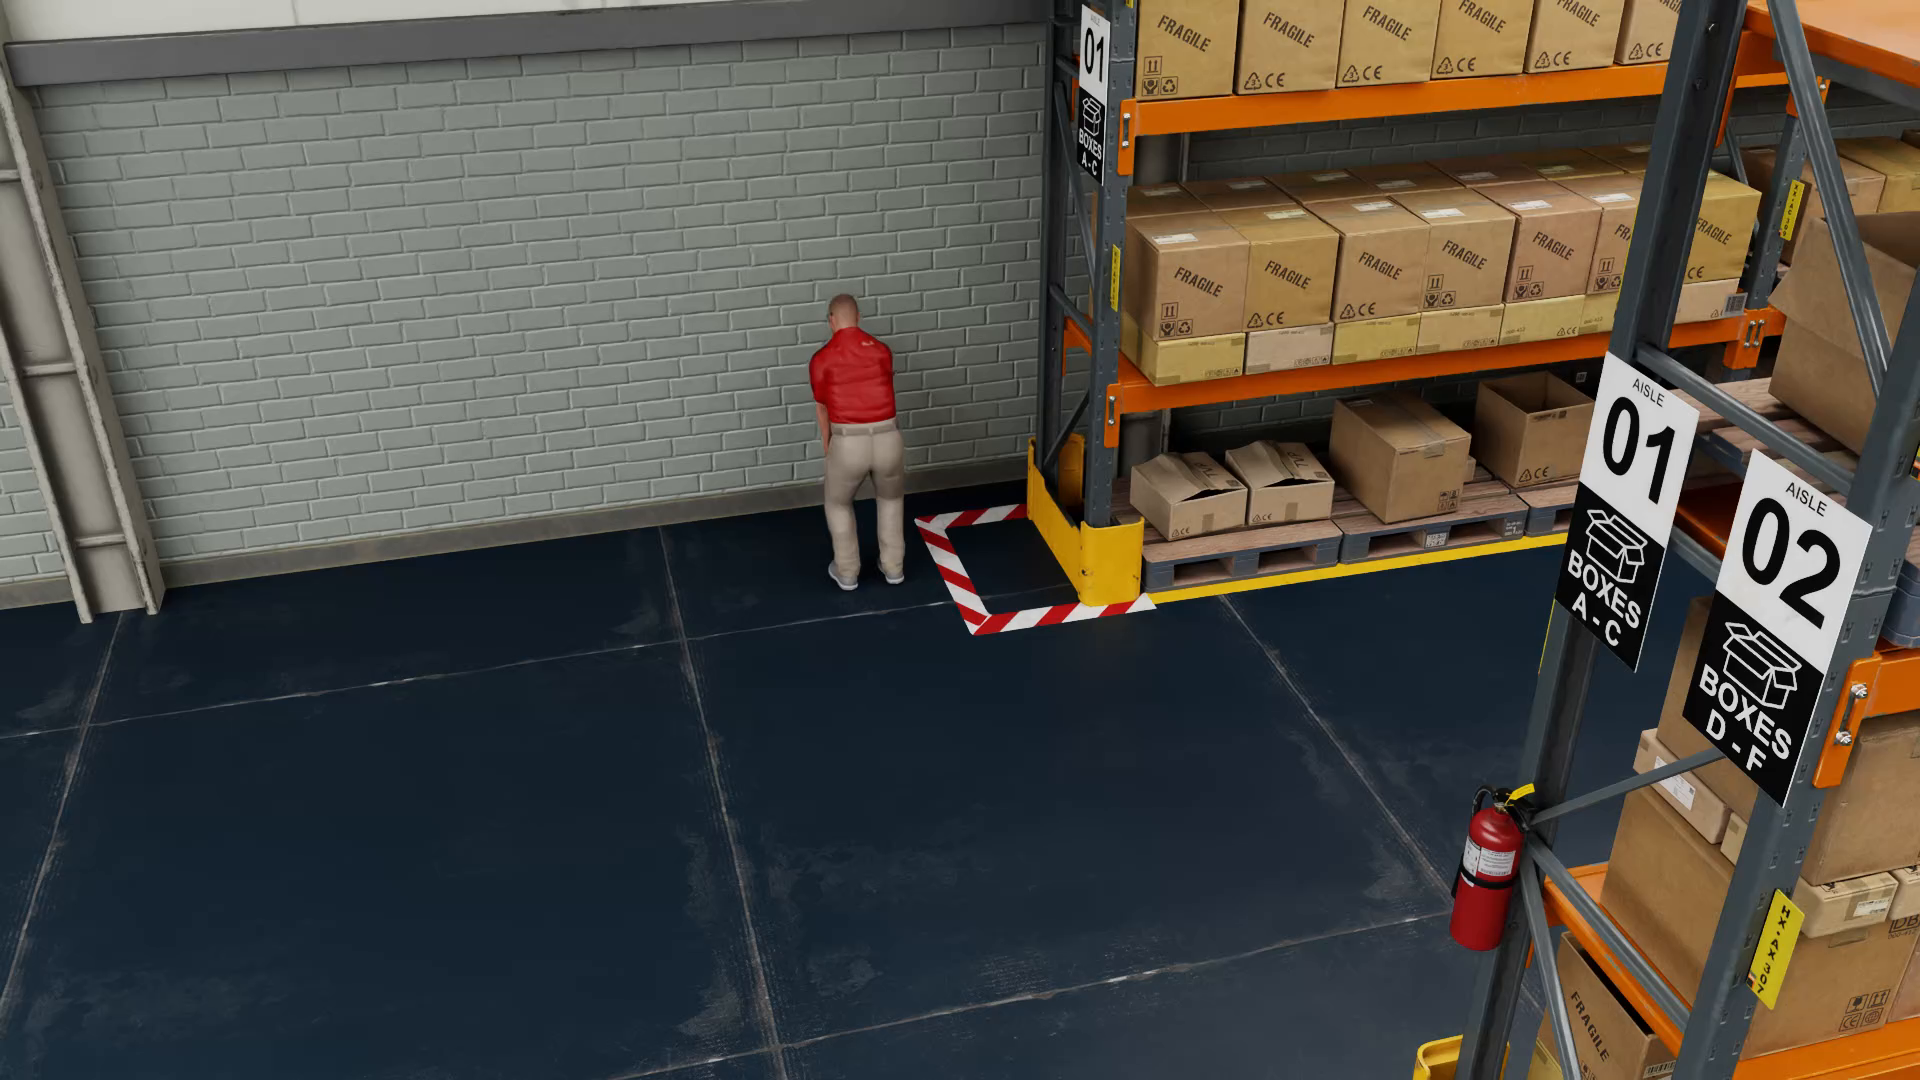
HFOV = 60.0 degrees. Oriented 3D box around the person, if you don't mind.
[{"bbox_3d":[-0.567,-0.532,9.281,0.484,1.632,0.622,-8,31,-14],"label":"person"}]
